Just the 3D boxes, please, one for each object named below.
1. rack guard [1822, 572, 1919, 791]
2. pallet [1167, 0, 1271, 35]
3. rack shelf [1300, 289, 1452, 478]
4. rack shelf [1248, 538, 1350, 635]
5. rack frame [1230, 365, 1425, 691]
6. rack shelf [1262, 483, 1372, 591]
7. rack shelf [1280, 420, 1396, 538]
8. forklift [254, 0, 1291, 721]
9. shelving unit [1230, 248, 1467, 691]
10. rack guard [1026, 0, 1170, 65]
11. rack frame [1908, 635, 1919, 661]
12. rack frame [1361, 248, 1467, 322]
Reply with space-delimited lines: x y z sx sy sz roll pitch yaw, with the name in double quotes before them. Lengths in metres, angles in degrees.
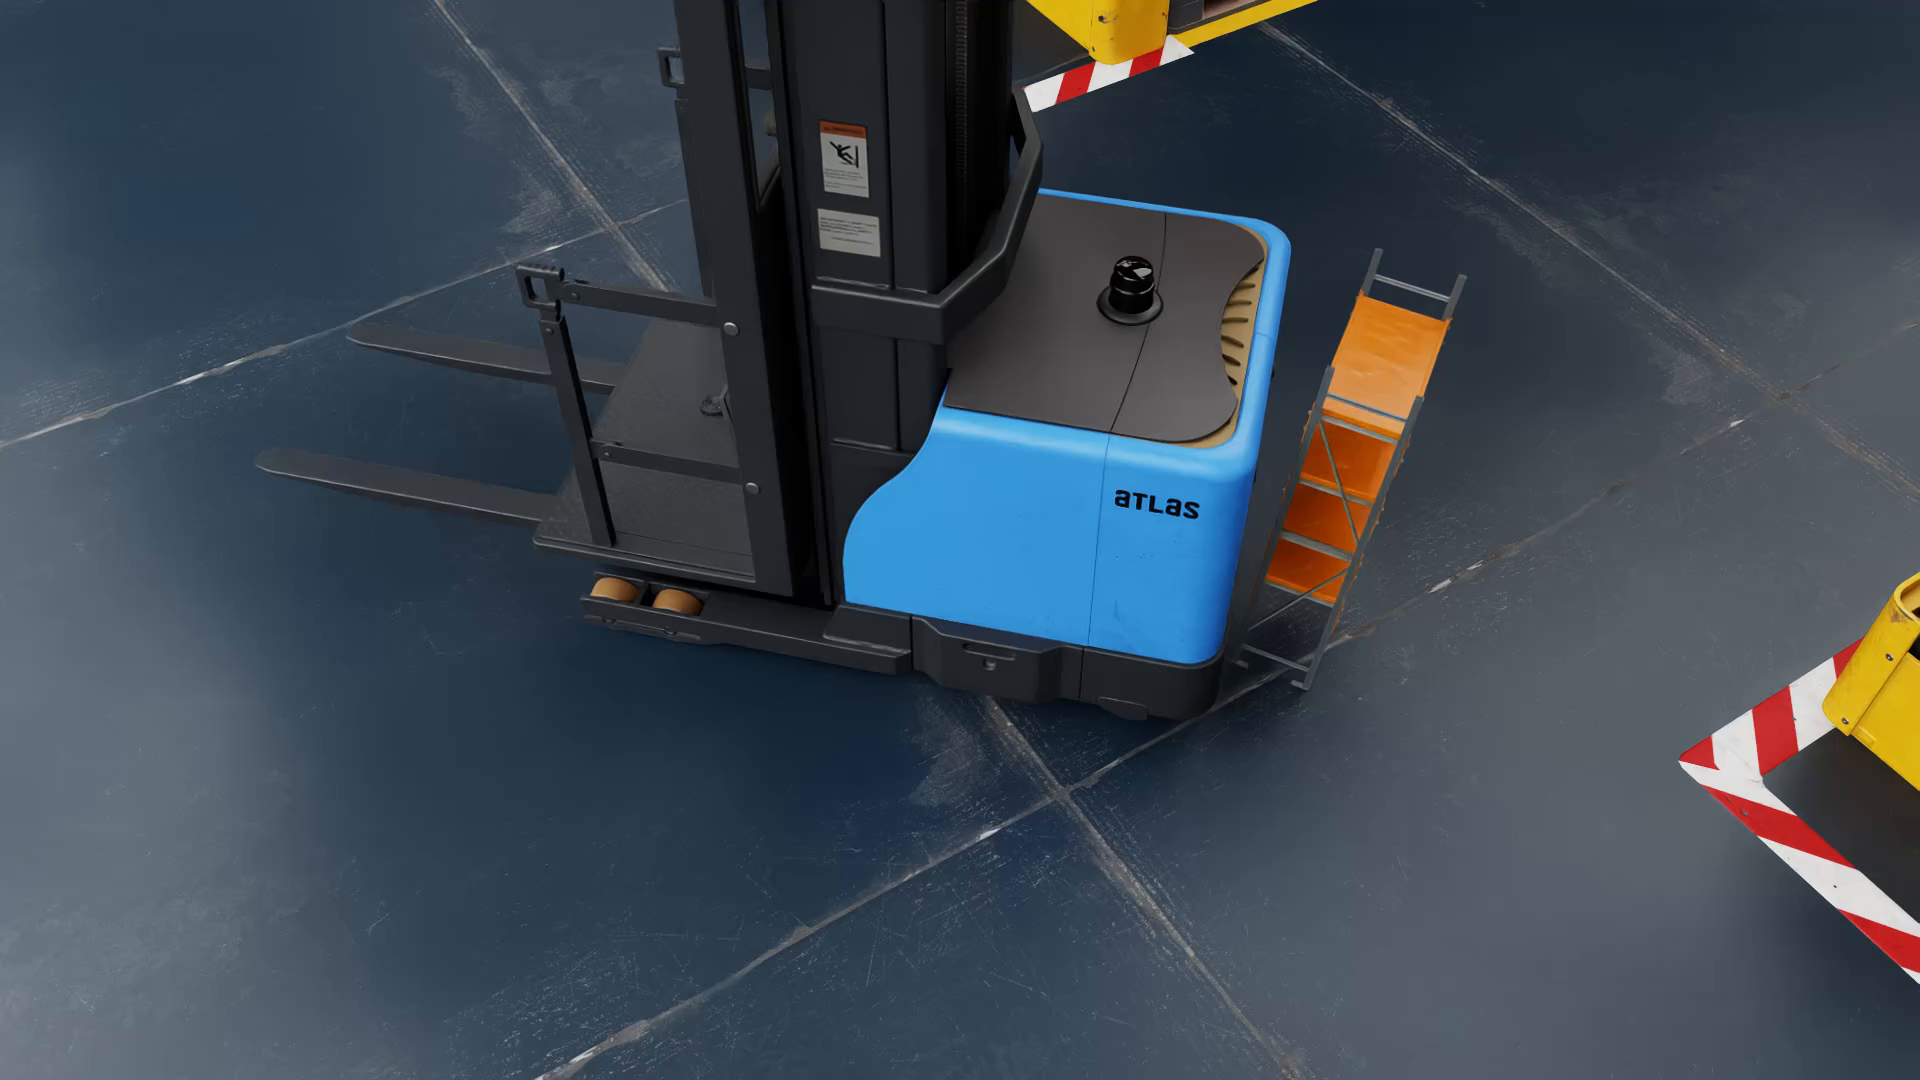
"rack guard" 2.928 0.616 4.367 0.348 0.500 1.175 -25 53 -21
"pallet" 1.158 -2.802 7.604 1.213 0.211 1.003 -25 53 -21
"rack shelf" 1.072 -0.409 4.274 0.258 0.148 0.480 20 51 12
"rack shelf" 1.027 0.013 4.778 0.258 0.148 0.480 20 51 12
"rack frame" 0.950 0.011 4.425 0.240 1.200 0.015 20 51 12
"rack shelf" 1.041 -0.114 4.626 0.258 0.148 0.480 20 51 12
"rack shelf" 1.056 -0.257 4.455 0.258 0.148 0.480 20 51 12
"forklift" -0.645 -1.044 4.217 3.031 2.935 1.130 10 49 9
"shelving unit" 1.045 -0.157 4.574 0.258 1.200 0.503 20 51 12
"rack guard" 0.452 -2.597 7.228 0.348 0.500 1.175 -25 53 -21
"rack frame" 2.948 -0.225 3.442 0.127 3.000 1.000 -25 53 -21
"rack frame" 1.141 -0.325 4.724 0.240 1.200 0.015 20 51 12
